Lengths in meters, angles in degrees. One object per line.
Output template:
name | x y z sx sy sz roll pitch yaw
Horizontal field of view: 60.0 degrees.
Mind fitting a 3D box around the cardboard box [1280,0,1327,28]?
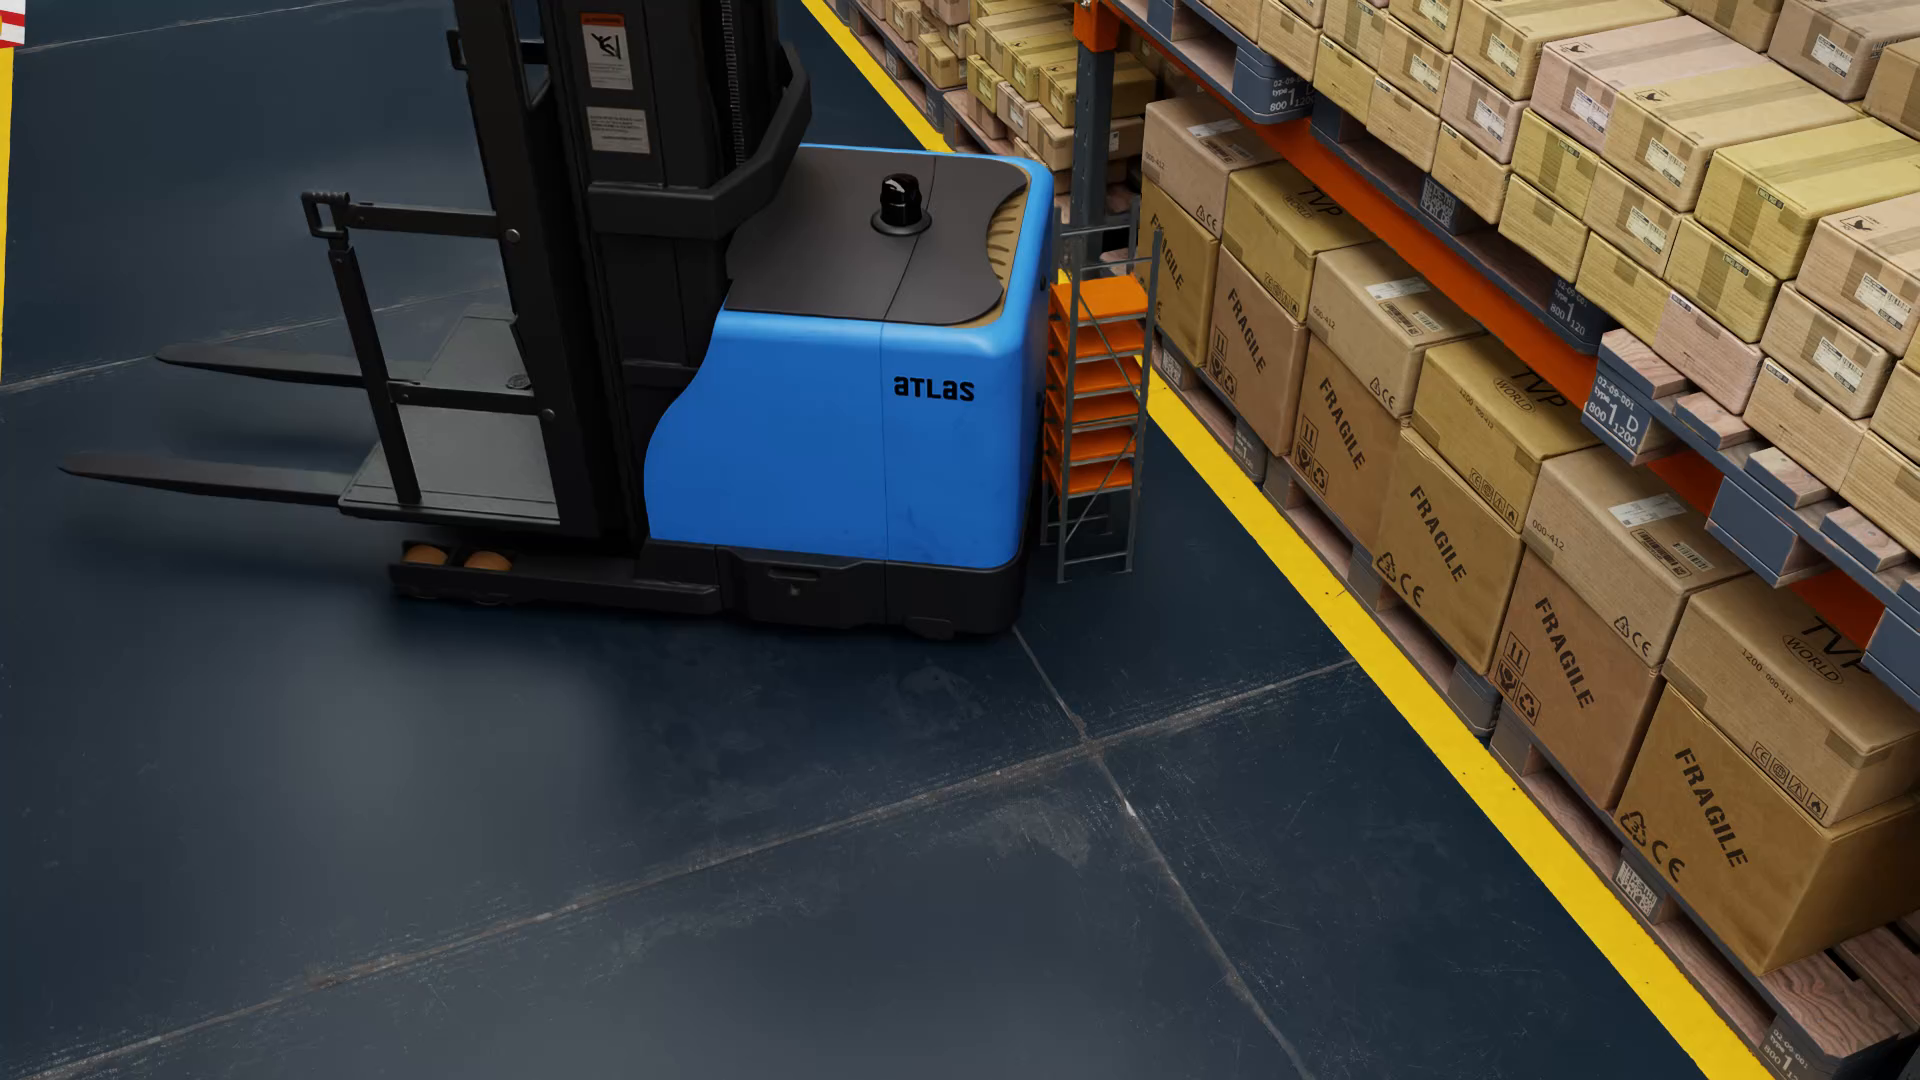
cardboard box | 1.031 -1.467 4.298 0.380 0.149 0.250 -13 42 -15

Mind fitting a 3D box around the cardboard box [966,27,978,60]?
cardboard box | 0.246 -2.066 6.988 0.380 0.149 0.250 -15 43 -16

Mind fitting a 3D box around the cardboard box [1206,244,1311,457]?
cardboard box | 1.141 -0.654 5.305 0.500 0.500 0.500 -13 42 -15

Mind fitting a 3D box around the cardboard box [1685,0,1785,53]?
cardboard box | 1.928 -1.270 3.841 0.380 0.149 0.250 -14 43 -16

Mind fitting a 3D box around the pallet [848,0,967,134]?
pallet | 0.139 -2.347 7.817 1.003 0.211 1.213 -15 43 -17

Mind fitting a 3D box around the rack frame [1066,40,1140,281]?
rack frame | 0.900 -2.272 5.592 1.000 3.000 0.127 -15 43 -17

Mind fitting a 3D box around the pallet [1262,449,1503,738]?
pallet | 1.669 -0.010 5.100 1.003 0.211 1.213 -15 43 -17

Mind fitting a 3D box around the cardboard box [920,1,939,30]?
cardboard box | 0.047 -2.381 7.355 0.380 0.149 0.250 -17 44 -19

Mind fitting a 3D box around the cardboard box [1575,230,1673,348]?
cardboard box | 1.533 -0.565 3.477 0.380 0.149 0.250 -16 43 -17

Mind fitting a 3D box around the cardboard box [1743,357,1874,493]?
cardboard box | 1.723 -0.259 3.121 0.380 0.149 0.250 -15 43 -17

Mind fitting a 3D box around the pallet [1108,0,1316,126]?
pallet | 1.058 -1.703 5.077 1.003 0.211 1.213 -15 43 -17

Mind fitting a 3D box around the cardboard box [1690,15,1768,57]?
cardboard box | 1.937 -1.156 3.936 0.380 0.149 0.250 -15 43 -17

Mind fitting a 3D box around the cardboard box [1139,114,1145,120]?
cardboard box | 0.955 -1.810 6.919 0.380 0.149 0.250 -14 43 -16

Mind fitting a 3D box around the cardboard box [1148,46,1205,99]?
cardboard box | 0.959 -1.835 6.492 0.380 0.149 0.250 -13 42 -15

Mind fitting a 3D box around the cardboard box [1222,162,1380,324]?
cardboard box | 1.144 -0.937 5.059 0.500 0.250 0.500 -14 43 -16

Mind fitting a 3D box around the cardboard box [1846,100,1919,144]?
cardboard box | 2.123 -0.855 3.586 0.380 0.149 0.250 -15 43 -17

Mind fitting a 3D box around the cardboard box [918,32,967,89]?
cardboard box | 0.039 -2.125 7.285 0.380 0.149 0.250 -15 43 -17

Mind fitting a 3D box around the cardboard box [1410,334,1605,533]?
cardboard box | 1.543 -0.317 4.337 0.500 0.250 0.500 -14 43 -16

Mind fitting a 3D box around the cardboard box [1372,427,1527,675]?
cardboard box | 1.524 -0.033 4.583 0.500 0.500 0.500 -17 44 -19

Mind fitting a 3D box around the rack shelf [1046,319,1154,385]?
rack shelf | 0.390 -0.544 4.663 0.258 0.103 0.180 -9 42 -11

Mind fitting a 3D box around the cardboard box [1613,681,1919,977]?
cardboard box | 1.937 0.595 3.853 0.500 0.500 0.500 -15 43 -17

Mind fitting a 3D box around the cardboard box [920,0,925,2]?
cardboard box | -0.044 -2.493 7.256 0.380 0.149 0.250 -17 43 -18

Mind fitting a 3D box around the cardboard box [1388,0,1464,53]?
cardboard box | 1.227 -1.269 3.840 0.380 0.149 0.250 -14 43 -16

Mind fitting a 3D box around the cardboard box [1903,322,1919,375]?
cardboard box | 1.819 -0.333 2.751 0.380 0.149 0.250 -17 43 -19

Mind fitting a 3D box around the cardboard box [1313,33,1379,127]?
cardboard box | 1.130 -1.199 4.214 0.380 0.149 0.250 -16 43 -18

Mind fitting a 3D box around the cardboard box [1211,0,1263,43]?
cardboard box | 0.924 -1.515 4.582 0.380 0.149 0.250 -15 43 -16

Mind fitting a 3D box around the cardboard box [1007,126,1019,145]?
cardboard box | 0.413 -1.679 6.766 0.380 0.149 0.250 -14 43 -16

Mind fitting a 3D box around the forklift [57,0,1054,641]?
forklift | -1.267 -1.249 4.455 3.031 2.935 1.130 5 41 6

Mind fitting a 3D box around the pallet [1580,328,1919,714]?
pallet | 2.059 -0.193 3.320 1.213 0.211 1.003 -15 43 -17

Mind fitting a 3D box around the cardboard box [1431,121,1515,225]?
cardboard box | 1.331 -0.883 3.847 0.380 0.149 0.250 -14 43 -16

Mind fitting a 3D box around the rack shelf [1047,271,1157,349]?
rack shelf | 0.390 -0.635 4.585 0.258 0.103 0.180 -9 42 -11

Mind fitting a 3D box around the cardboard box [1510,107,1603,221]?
cardboard box | 1.425 -0.843 3.572 0.380 0.149 0.250 -15 43 -17

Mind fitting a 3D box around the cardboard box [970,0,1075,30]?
cardboard box | 0.259 -2.193 6.908 0.380 0.149 0.250 -14 43 -15

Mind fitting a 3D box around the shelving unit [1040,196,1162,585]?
shelving unit | 0.390 -0.396 4.790 0.258 1.200 0.189 -9 42 -11

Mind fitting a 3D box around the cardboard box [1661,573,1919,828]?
cardboard box | 1.926 0.295 3.626 0.500 0.250 0.500 -16 43 -18

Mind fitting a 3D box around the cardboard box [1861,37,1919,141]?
cardboard box | 2.136 -0.949 3.467 0.380 0.149 0.250 -17 43 -19

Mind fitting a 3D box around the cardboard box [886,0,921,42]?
cardboard box | -0.122 -2.436 7.647 0.380 0.149 0.250 -15 43 -17

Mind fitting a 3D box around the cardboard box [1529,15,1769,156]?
cardboard box | 1.432 -0.949 3.468 0.380 0.149 0.250 -15 43 -17

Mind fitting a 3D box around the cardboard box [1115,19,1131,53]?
cardboard box | 0.766 -2.156 6.865 0.380 0.149 0.250 -16 43 -17

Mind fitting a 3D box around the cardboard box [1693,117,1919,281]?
cardboard box | 1.625 -0.643 3.111 0.380 0.149 0.250 -14 43 -16

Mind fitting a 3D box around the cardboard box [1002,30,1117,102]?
cardboard box | 0.389 -1.869 6.532 0.380 0.149 0.250 -15 43 -16

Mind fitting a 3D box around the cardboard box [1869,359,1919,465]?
cardboard box | 1.820 -0.223 2.852 0.380 0.149 0.250 -14 43 -16

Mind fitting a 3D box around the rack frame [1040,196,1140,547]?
rack frame | 0.368 -0.454 4.858 0.240 1.200 0.006 -9 42 -11

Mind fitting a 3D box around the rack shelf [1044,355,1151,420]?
rack shelf | 0.390 -0.453 4.741 0.258 0.103 0.180 -9 42 -11

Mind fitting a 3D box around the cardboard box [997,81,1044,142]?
cardboard box | 0.370 -1.734 6.602 0.380 0.149 0.250 -17 44 -19

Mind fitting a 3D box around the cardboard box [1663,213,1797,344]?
cardboard box | 1.614 -0.542 3.222 0.380 0.149 0.250 -14 43 -16

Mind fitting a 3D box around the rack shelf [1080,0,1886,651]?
rack shelf | 1.665 -0.795 4.425 1.077 0.370 4.000 -15 43 -17

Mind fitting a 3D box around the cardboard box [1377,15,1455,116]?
cardboard box | 1.226 -1.155 3.935 0.380 0.149 0.250 -16 43 -18
